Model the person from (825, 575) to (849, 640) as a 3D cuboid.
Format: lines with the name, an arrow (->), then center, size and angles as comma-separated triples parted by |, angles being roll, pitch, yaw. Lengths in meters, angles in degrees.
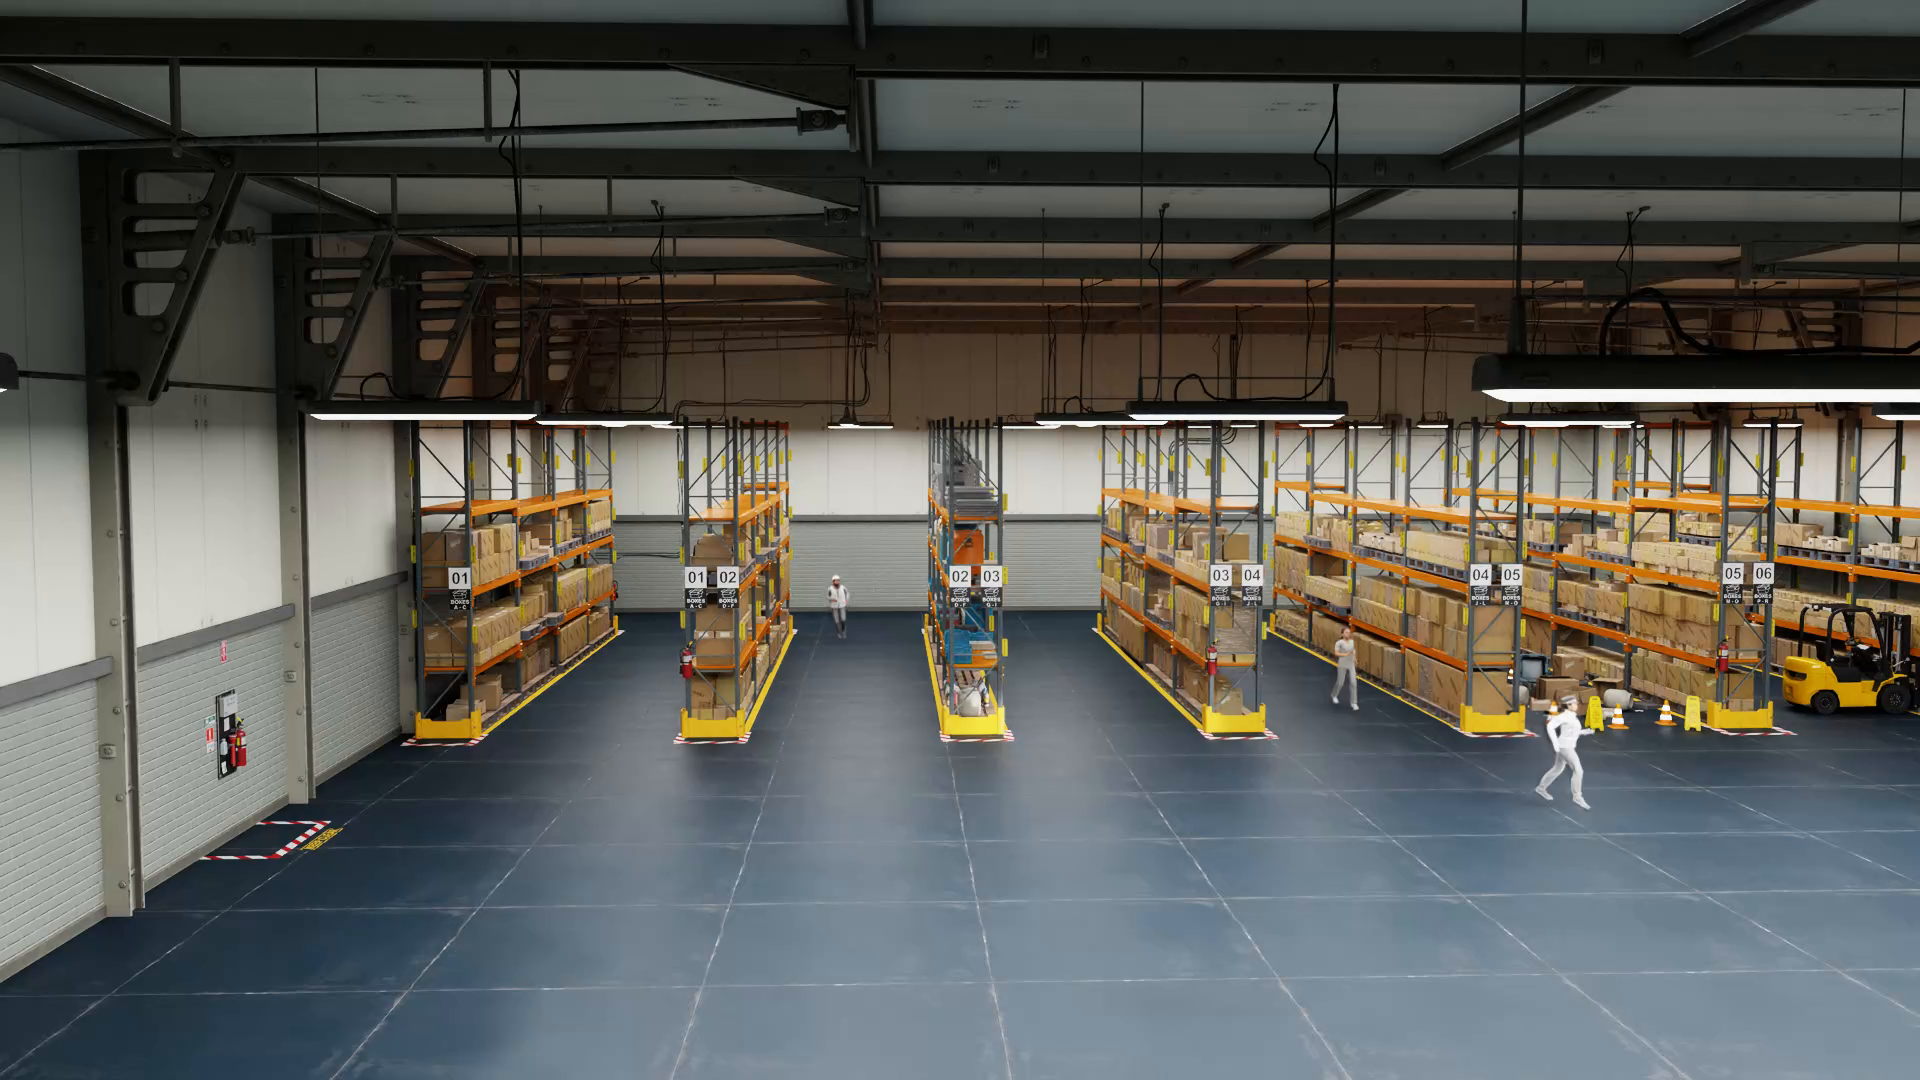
person -> -3.377, 1.869, 45.801 | 0.685, 1.796, 0.623 | -1, 4, -9

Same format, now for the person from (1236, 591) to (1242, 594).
person -> 7.773, 1.750, 48.023 | 0.735, 1.685, 0.745 | 1, 4, 10

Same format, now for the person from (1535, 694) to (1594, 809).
person -> 9.249, 3.181, 25.402 | 0.821, 1.681, 0.580 | 2, 4, 27

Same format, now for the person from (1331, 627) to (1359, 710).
person -> 7.976, 2.620, 34.356 | 0.563, 1.656, 0.968 | -1, 4, -13
